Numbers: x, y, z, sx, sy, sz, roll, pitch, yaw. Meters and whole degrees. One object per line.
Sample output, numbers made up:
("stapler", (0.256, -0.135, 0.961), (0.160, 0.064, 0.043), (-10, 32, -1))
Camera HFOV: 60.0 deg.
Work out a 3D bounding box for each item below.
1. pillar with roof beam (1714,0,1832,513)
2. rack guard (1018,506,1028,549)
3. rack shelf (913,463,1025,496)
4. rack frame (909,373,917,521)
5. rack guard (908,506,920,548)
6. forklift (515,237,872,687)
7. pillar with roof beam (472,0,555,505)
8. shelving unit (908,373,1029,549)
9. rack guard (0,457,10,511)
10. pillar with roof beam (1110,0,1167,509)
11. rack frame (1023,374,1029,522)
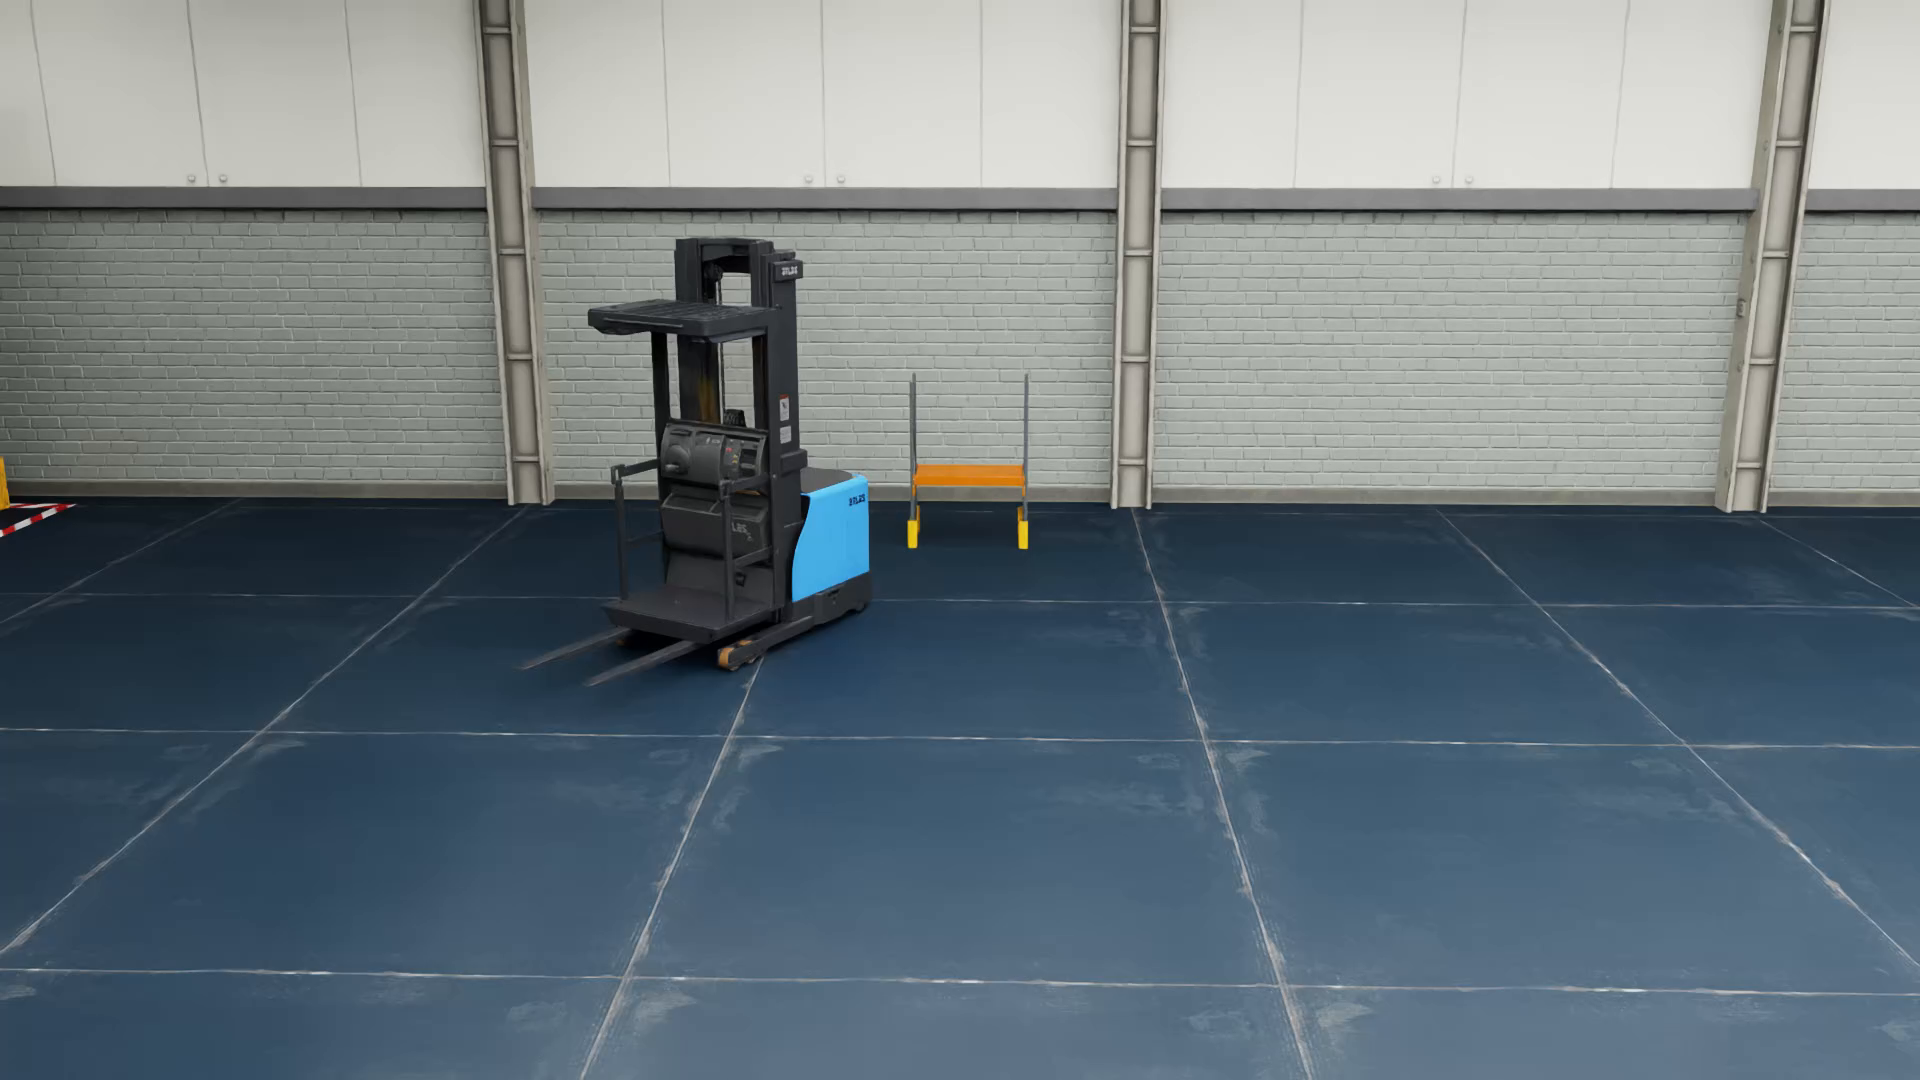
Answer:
("pillar with roof beam", (7.585, -3.561, 11.108), (0.400, 9.000, 9.100), (0, 15, 1))
("rack guard", (0.574, -0.117, 15.204), (0.087, 0.250, 0.587), (0, 15, 1))
("rack shelf", (0.085, -0.551, 15.102), (1.000, 0.185, 0.538), (0, 15, 1))
("rack frame", (-0.423, -0.728, 15.069), (0.032, 1.500, 0.500), (0, 15, 1))
("rack guard", (-0.422, -0.124, 15.229), (0.087, 0.250, 0.587), (0, 15, 1))
("forklift", (-1.900, -0.628, 11.885), (1.130, 2.935, 3.031), (9, 17, 30))
("pillar with roof beam", (-4.411, -3.639, 11.405), (0.400, 9.000, 9.100), (0, 15, 1))
("shelving unit", (0.076, -0.725, 15.057), (1.083, 1.500, 0.587), (0, 15, 1))
("rack guard", (-9.602, -0.432, 15.909), (0.348, 0.500, 1.175), (0, 15, 1))
("pillar with roof beam", (1.587, -3.600, 11.256), (0.400, 9.000, 9.100), (0, 15, 1))
("rack frame", (0.593, -0.721, 15.044), (0.032, 1.500, 0.500), (0, 15, 1))
